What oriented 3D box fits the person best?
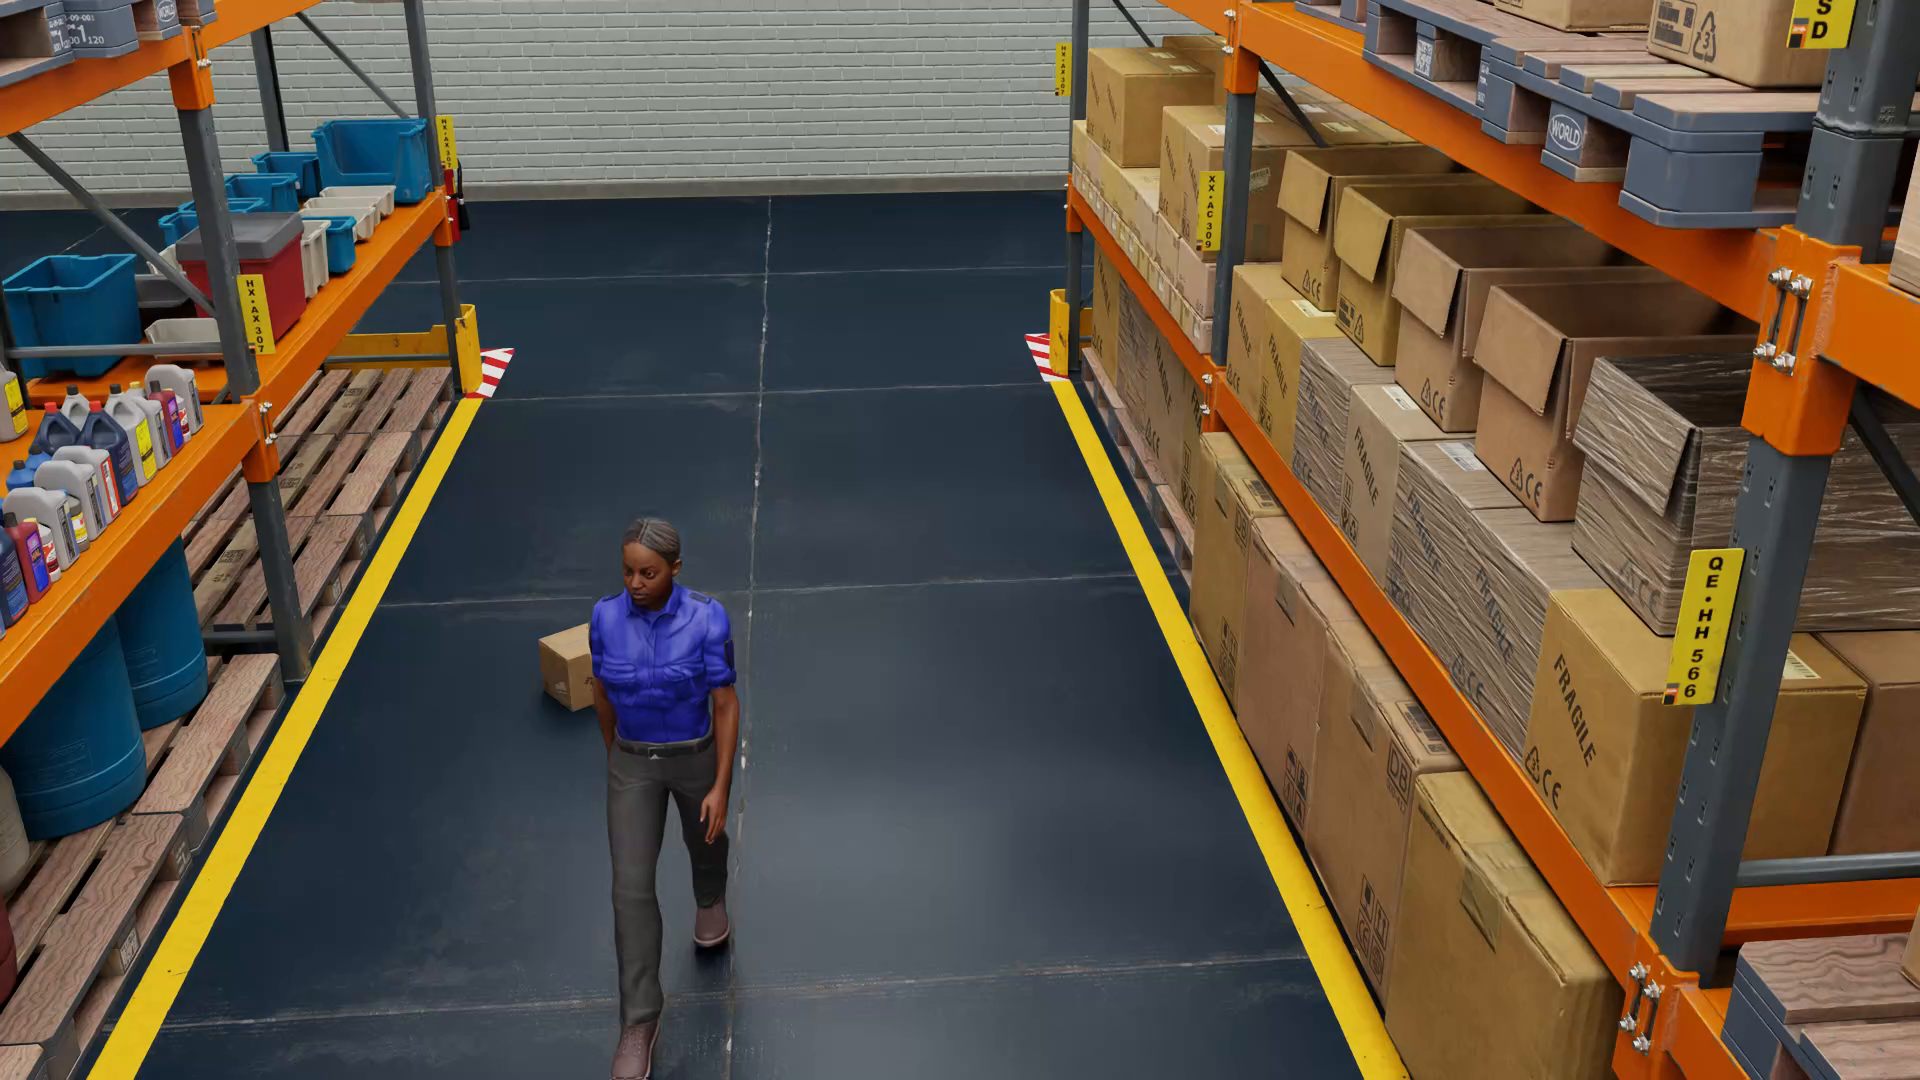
[{"bbox_3d":[-0.879,0.704,4.985,0.458,1.619,0.953,-1,24,-1],"label":"person"}]
